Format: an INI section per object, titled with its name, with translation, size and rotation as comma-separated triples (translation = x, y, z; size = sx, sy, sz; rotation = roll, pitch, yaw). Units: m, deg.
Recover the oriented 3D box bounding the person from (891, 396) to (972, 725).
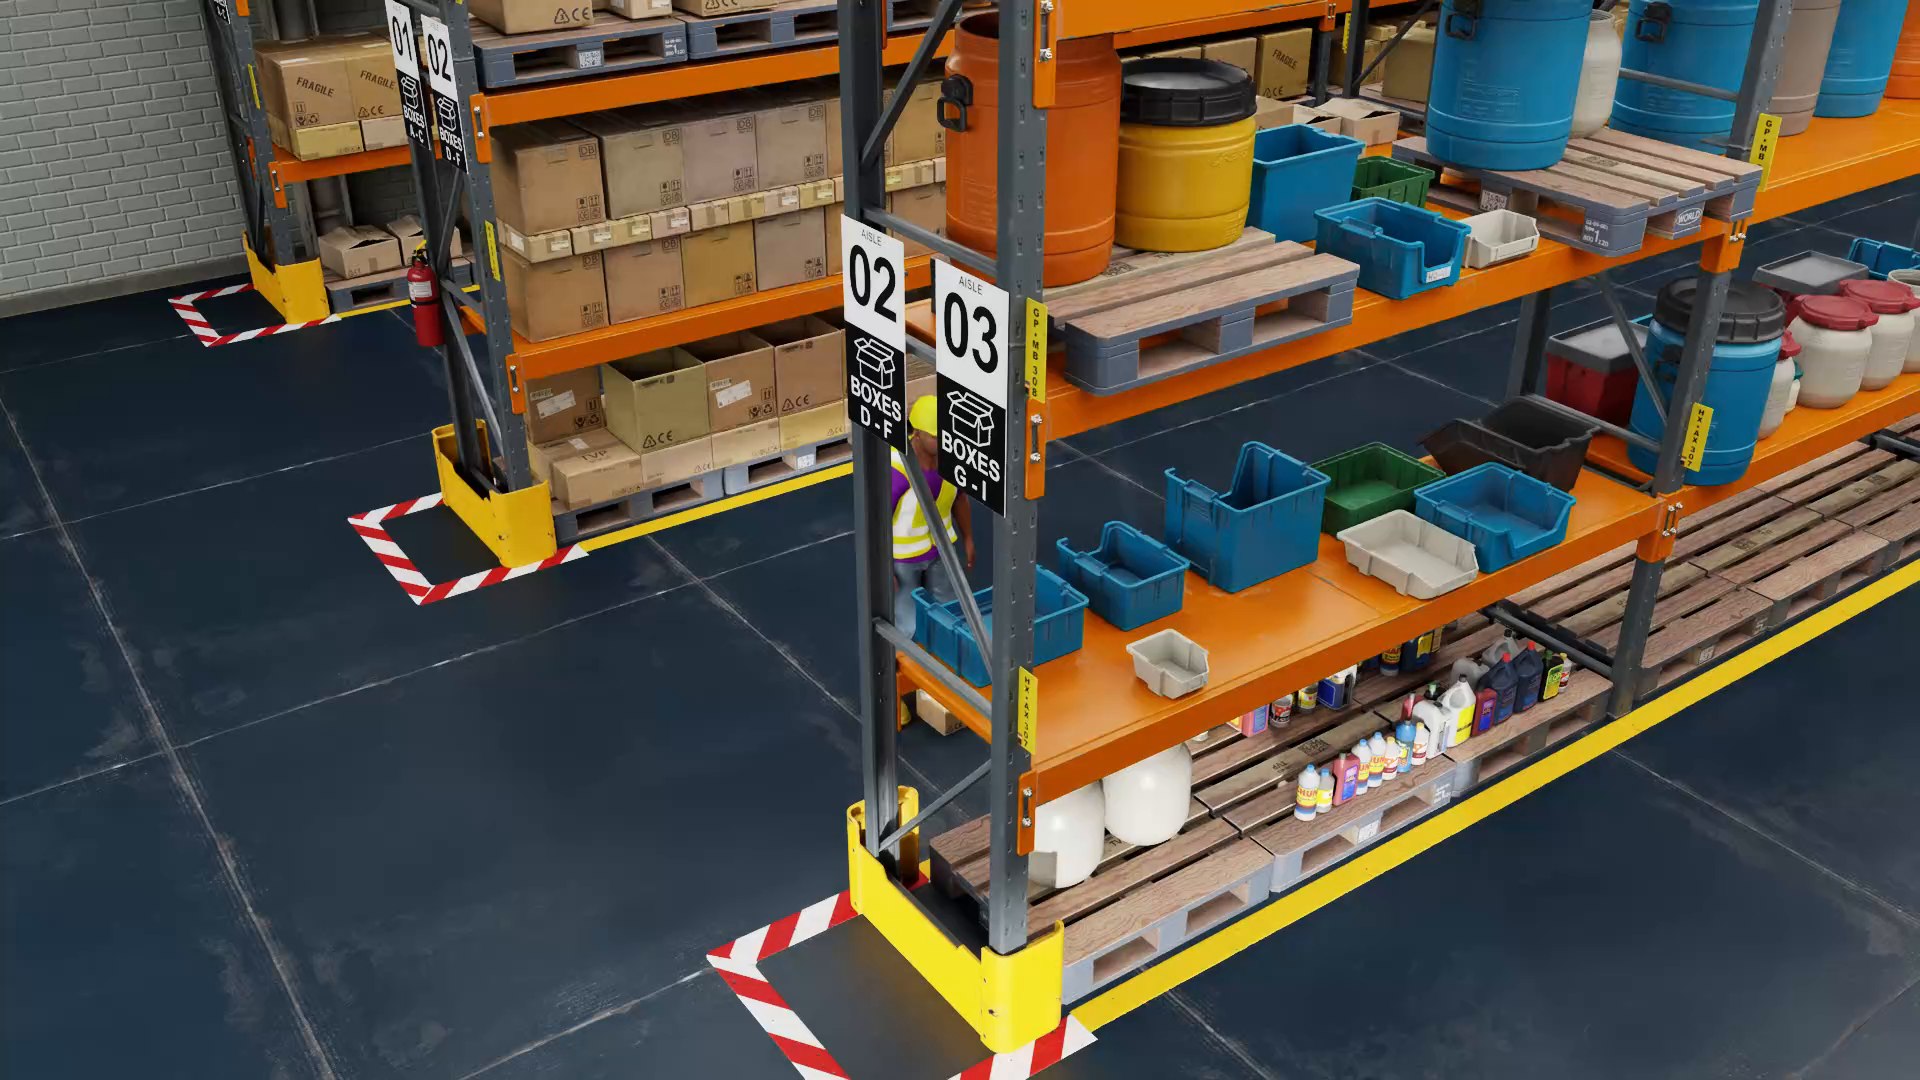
[person]
translation = -0.204, 0.075, 8.470
size = 0.626, 1.756, 0.458
rotation = -20, 34, -32
